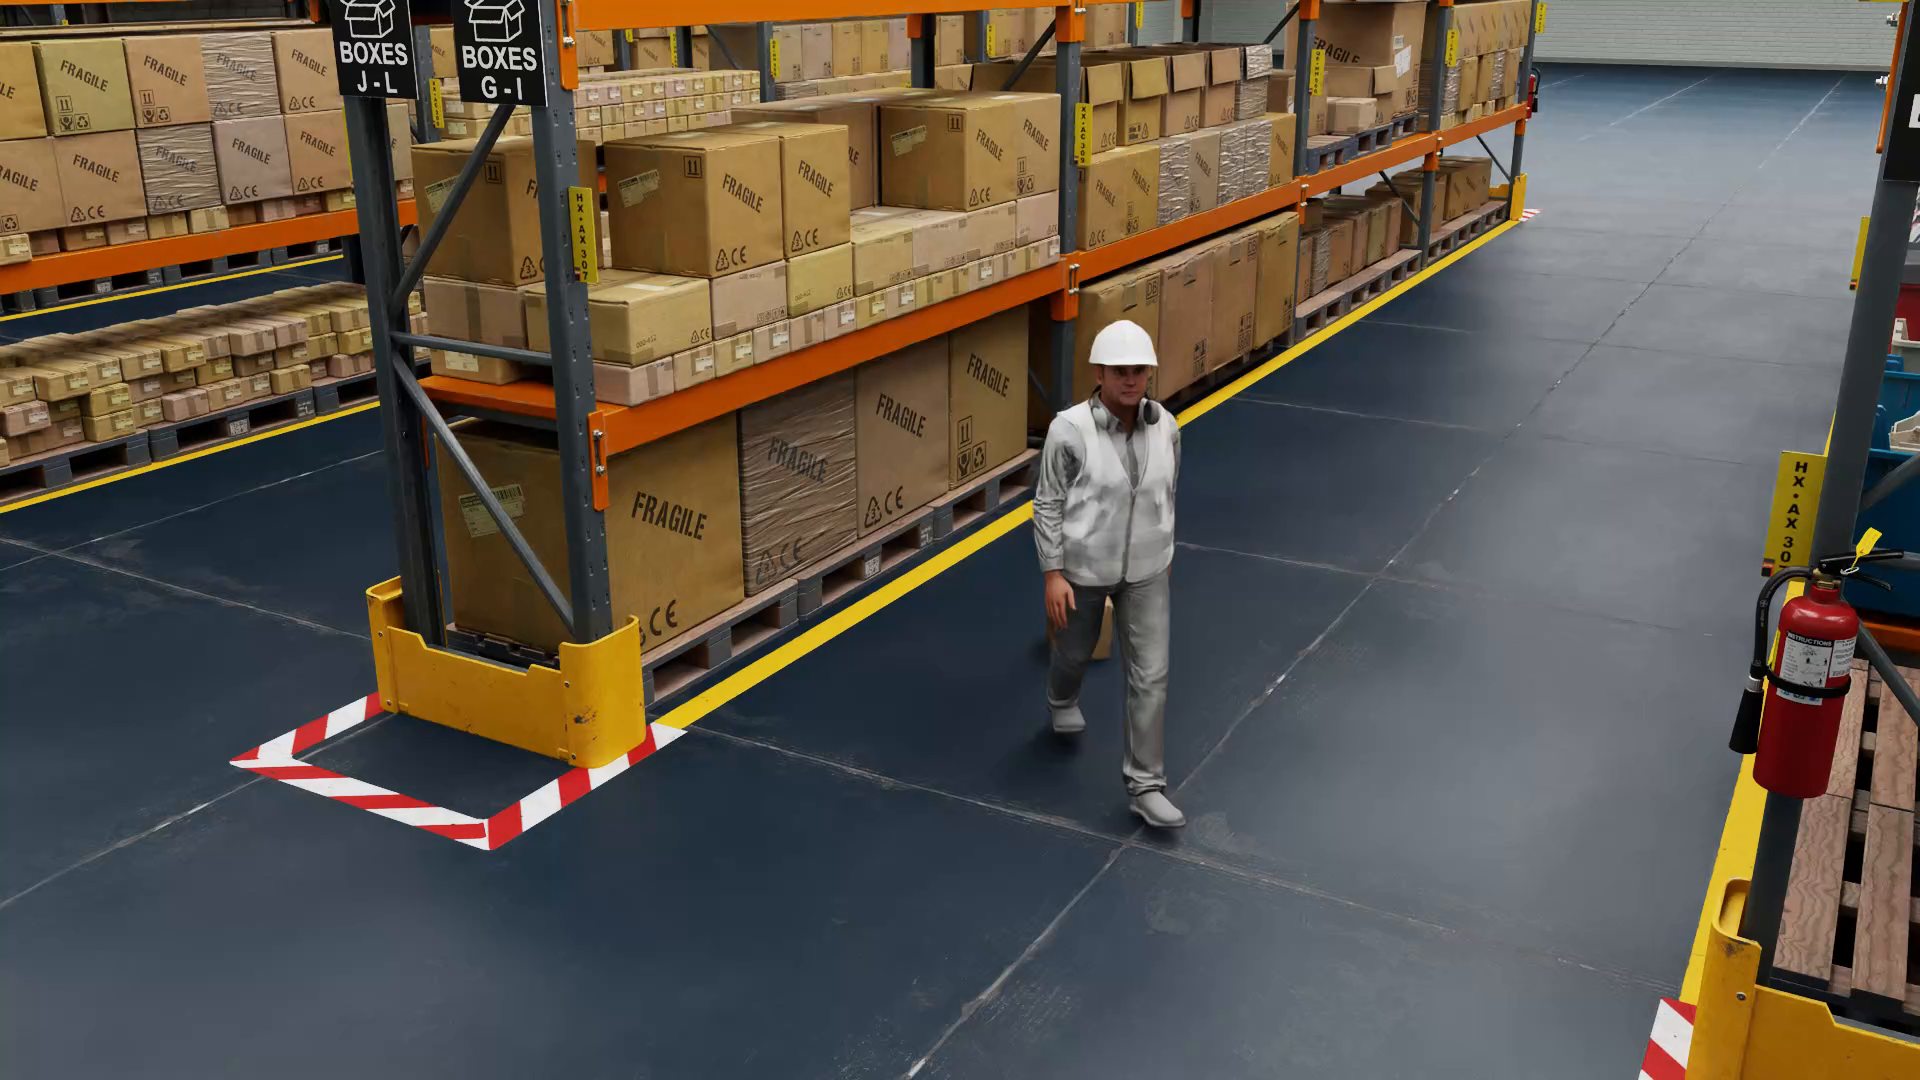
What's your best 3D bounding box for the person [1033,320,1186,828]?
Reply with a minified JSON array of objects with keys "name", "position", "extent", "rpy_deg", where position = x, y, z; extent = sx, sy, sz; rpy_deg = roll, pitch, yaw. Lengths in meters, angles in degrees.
[{"name":"person","position":[0.515,0.073,5.857],"extent":[0.561,1.724,1.056],"rpy_deg":[-4,20,-11]}]
